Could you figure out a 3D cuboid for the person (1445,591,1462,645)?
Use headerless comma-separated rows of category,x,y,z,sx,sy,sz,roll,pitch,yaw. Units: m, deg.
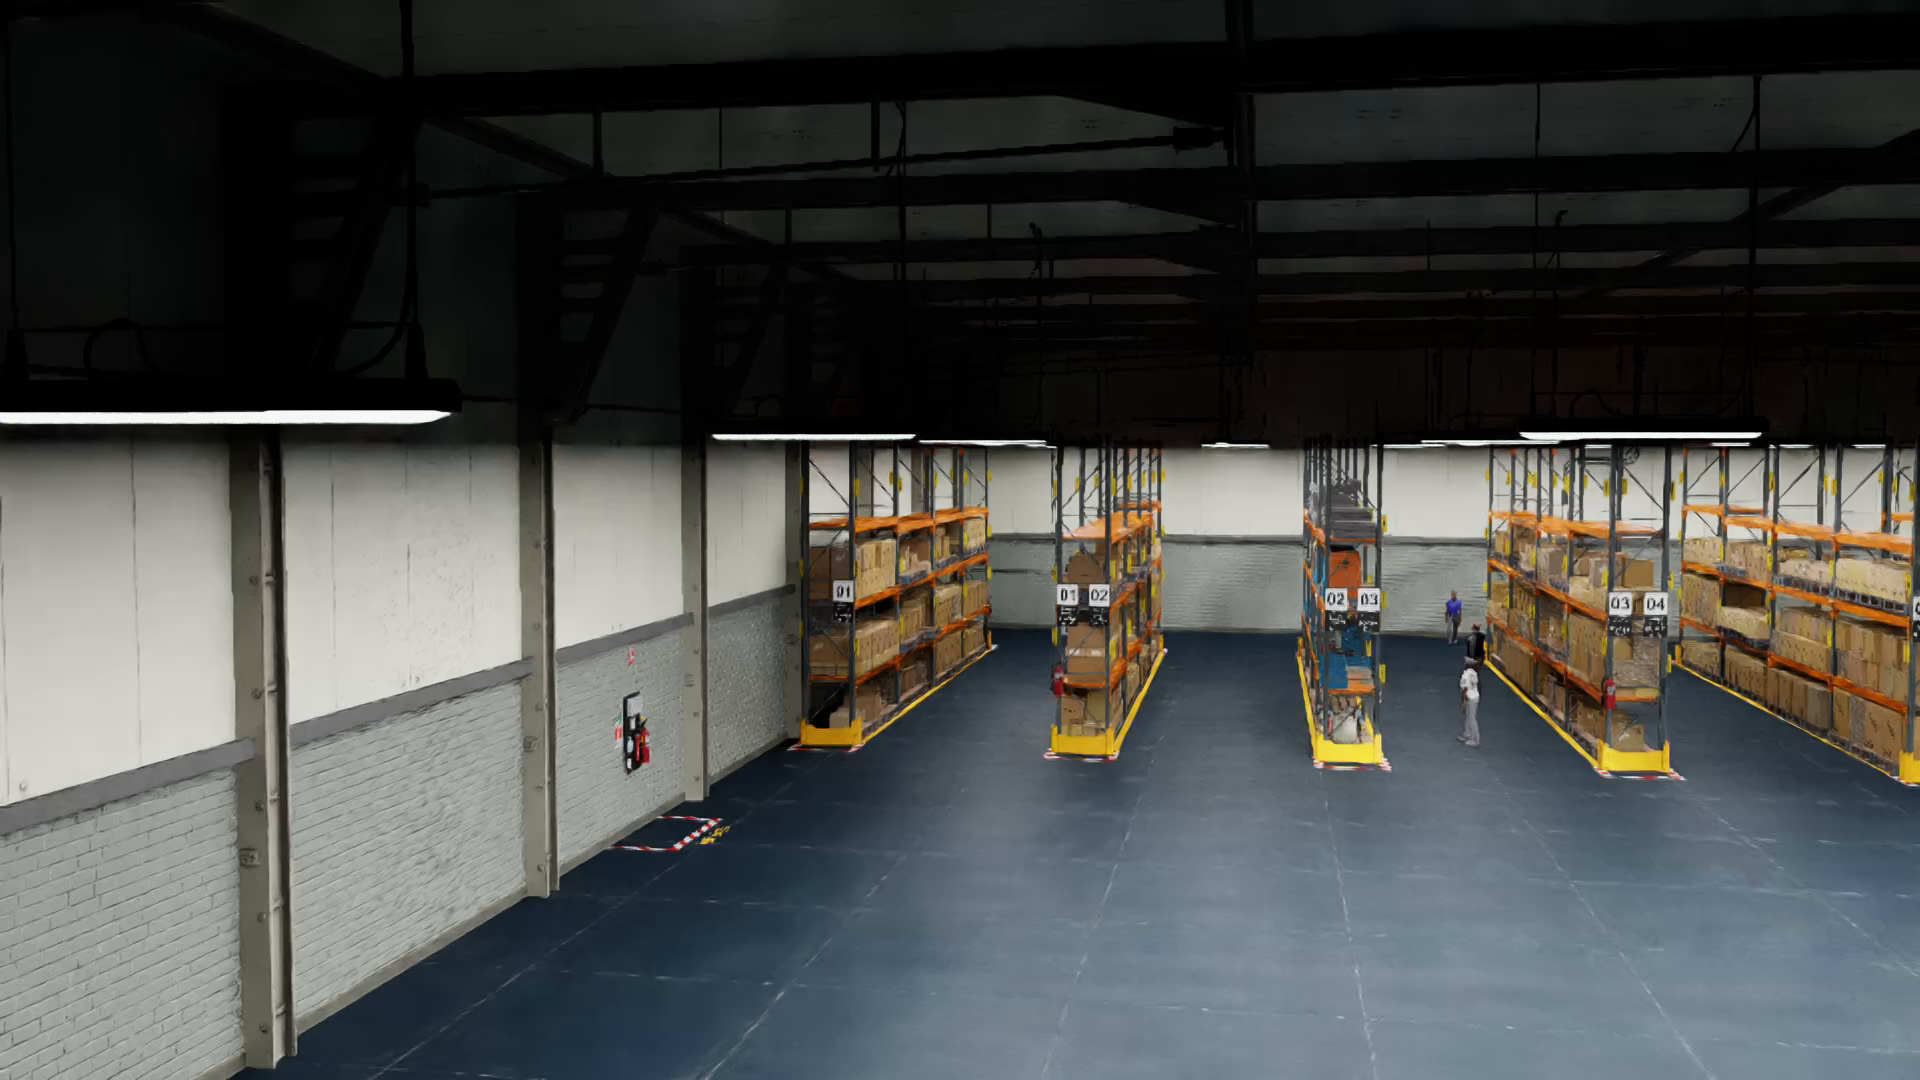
person,14.515,2.276,48.877,0.450,1.572,1.092,1,3,13

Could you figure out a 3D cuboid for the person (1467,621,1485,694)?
person,11.967,2.758,38.738,0.499,1.708,0.569,3,4,41

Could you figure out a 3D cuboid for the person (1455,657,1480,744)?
person,9.919,3.120,32.458,0.549,1.663,0.581,2,4,37

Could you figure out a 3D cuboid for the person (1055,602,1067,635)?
person,3.152,2.108,51.619,0.514,1.659,0.529,-1,3,-25
